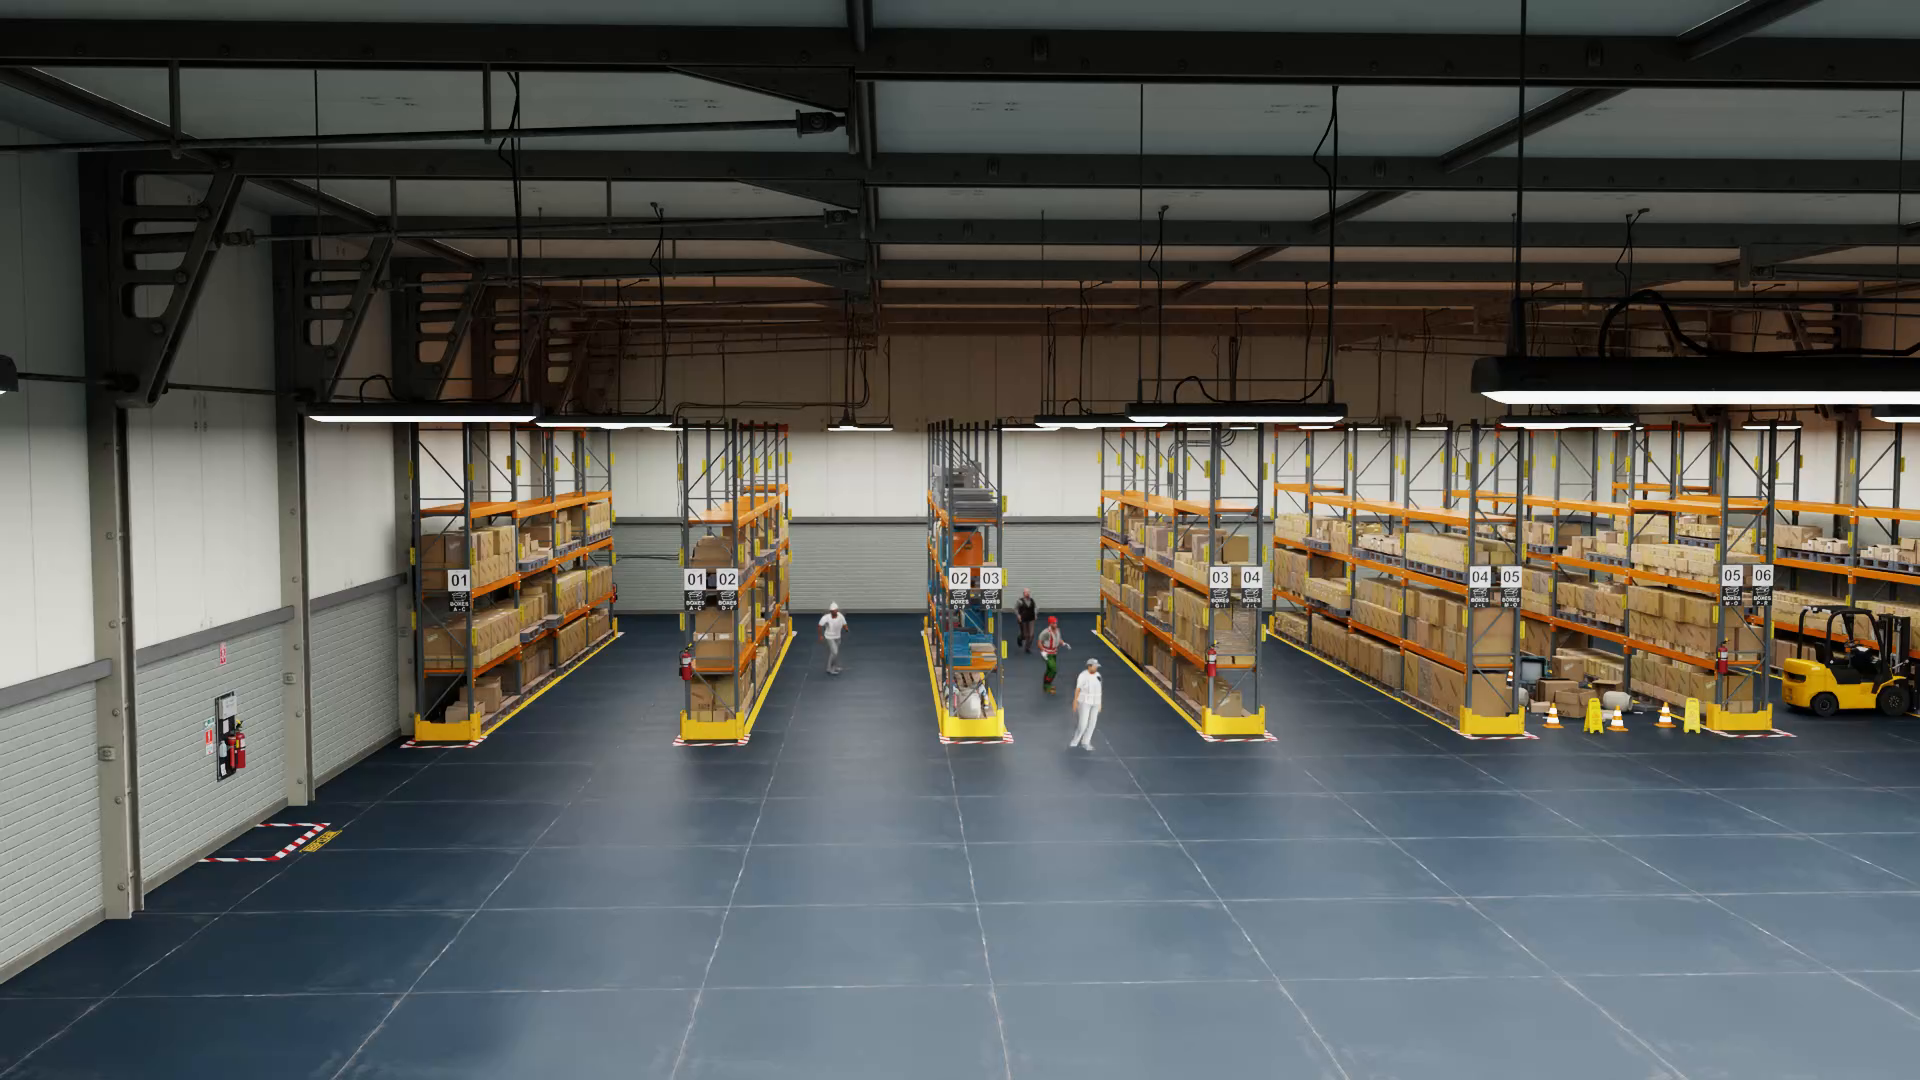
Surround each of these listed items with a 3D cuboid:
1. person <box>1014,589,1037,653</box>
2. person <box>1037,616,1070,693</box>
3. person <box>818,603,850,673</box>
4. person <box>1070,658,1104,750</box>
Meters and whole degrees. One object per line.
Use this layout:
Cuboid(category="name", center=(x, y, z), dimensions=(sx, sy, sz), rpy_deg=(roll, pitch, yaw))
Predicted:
Cuboid(category="person", center=(1.723, 2.110, 43.492), dimensions=(0.672, 1.678, 0.695), rpy_deg=(-1, 4, -18))
Cuboid(category="person", center=(2.049, 2.526, 36.803), dimensions=(0.781, 1.718, 0.695), rpy_deg=(3, 4, 35))
Cuboid(category="person", center=(-2.999, 2.356, 39.804), dimensions=(0.829, 1.718, 0.678), rpy_deg=(3, 5, 43))
Cuboid(category="person", center=(2.294, 2.973, 30.066), dimensions=(0.603, 1.671, 0.470), rpy_deg=(-2, 4, -30))
